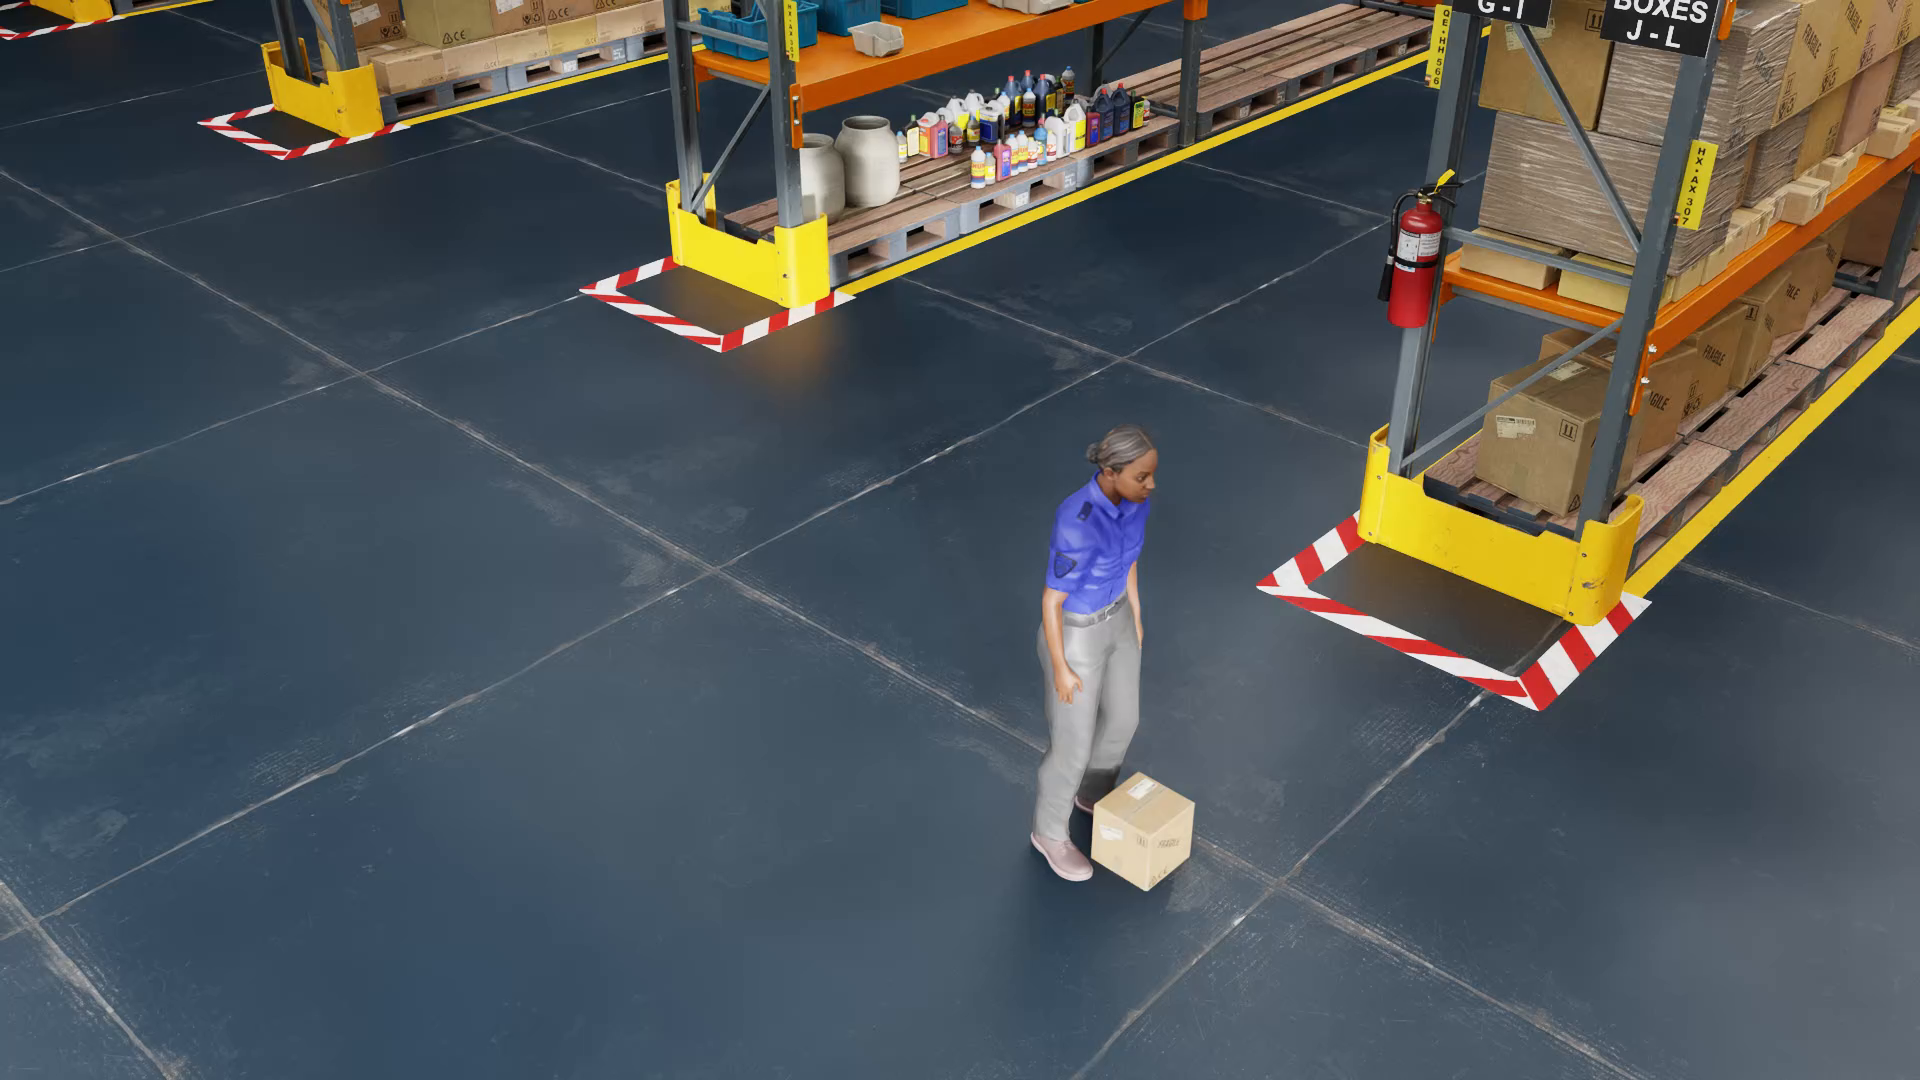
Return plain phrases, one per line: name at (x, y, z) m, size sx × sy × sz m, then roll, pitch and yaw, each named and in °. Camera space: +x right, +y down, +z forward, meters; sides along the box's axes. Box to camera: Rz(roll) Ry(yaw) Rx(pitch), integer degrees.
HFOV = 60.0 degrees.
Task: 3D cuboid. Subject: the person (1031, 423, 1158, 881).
person at (0.455, 0.344, 5.579) m, size 0.352 × 1.653 × 0.512 m, roll 24°, pitch 39°, yaw 33°
